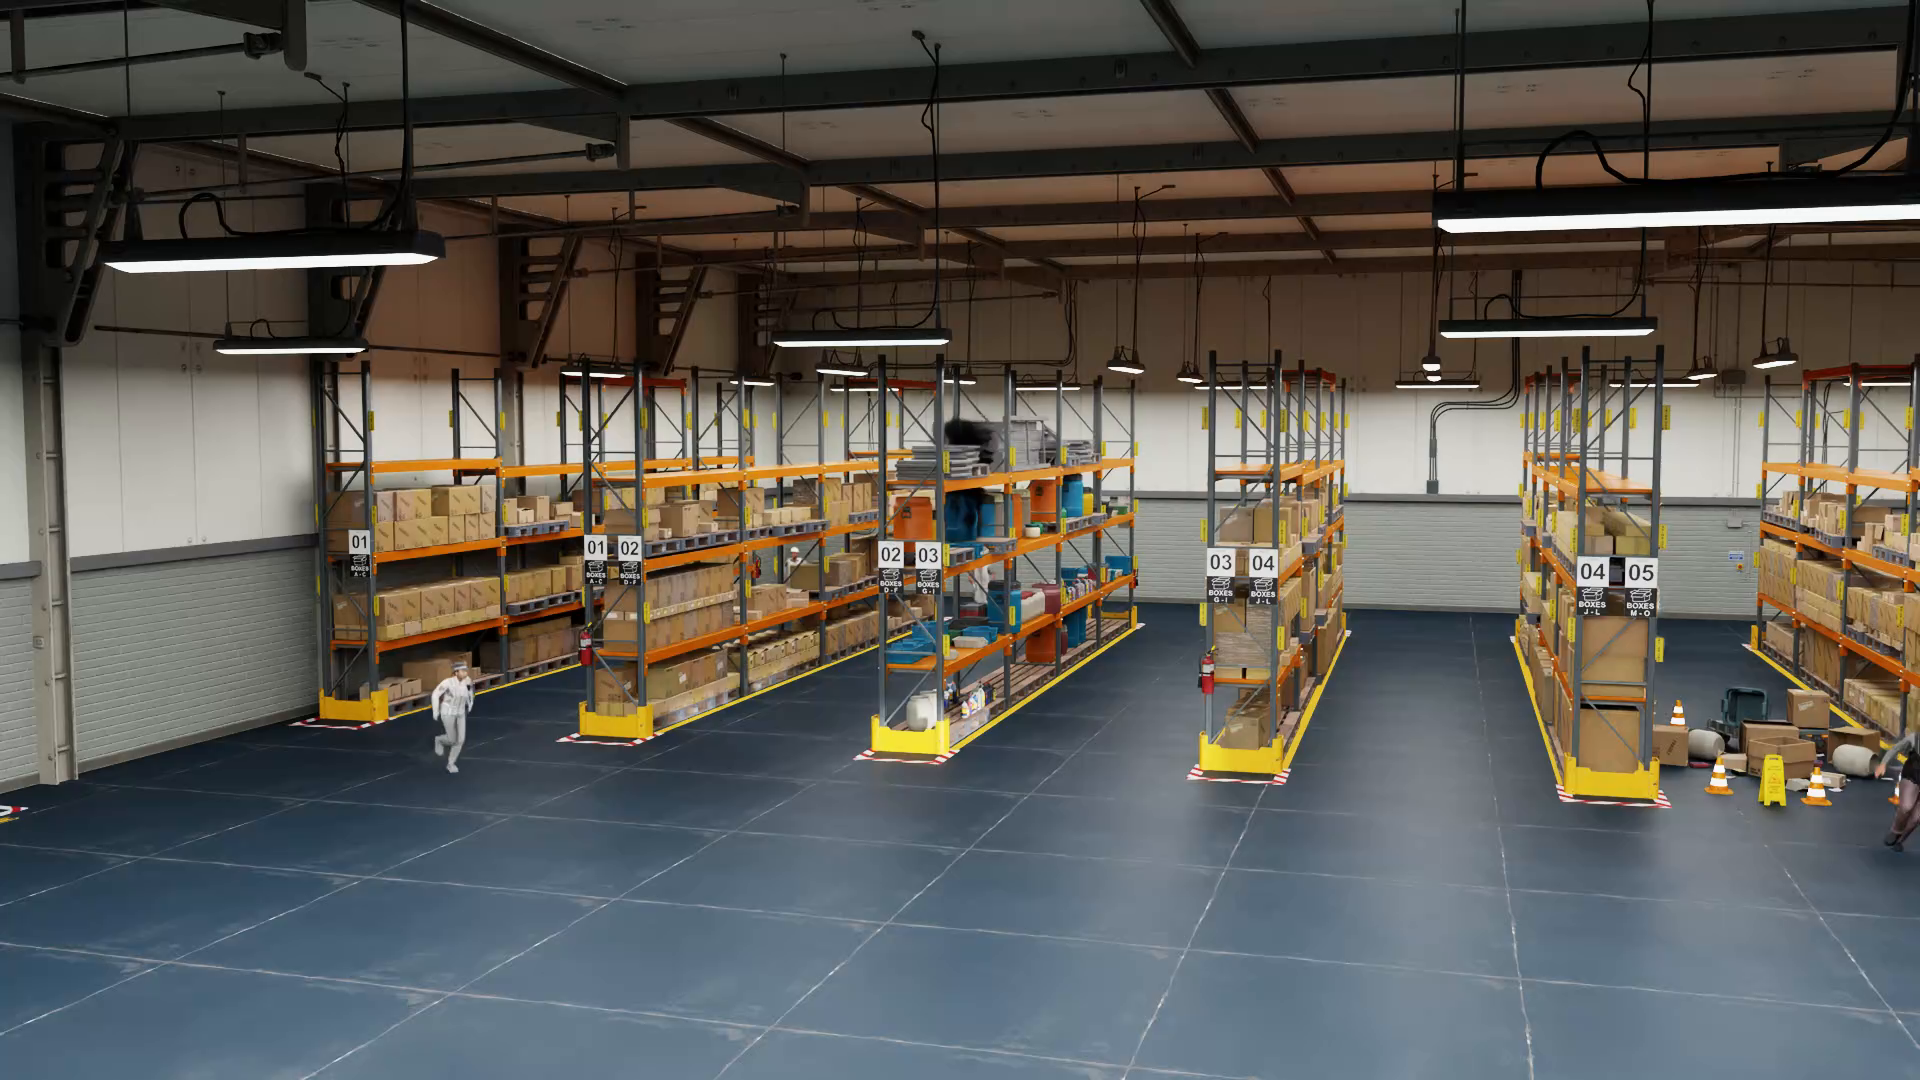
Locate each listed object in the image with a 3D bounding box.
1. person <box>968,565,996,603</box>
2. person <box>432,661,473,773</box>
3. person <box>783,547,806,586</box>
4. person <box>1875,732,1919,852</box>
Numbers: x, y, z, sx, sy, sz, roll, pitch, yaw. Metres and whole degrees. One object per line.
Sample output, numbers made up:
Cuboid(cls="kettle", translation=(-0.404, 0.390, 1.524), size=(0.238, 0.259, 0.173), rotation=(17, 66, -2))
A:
Cuboid(cls="person", translation=(0.539, 1.202, 41.028), size=(0.674, 1.740, 0.572), rotation=(0, 4, 7))
Cuboid(cls="person", translation=(-7.292, 2.515, 23.858), size=(0.727, 1.625, 0.620), rotation=(3, 5, 38))
Cuboid(cls="person", translation=(-4.201, 1.078, 42.510), size=(0.707, 1.797, 0.856), rotation=(0, 4, 3))
Cuboid(cls="person", translation=(11.101, 2.835, 19.212), size=(0.835, 1.634, 0.673), rotation=(1, 4, 17))
